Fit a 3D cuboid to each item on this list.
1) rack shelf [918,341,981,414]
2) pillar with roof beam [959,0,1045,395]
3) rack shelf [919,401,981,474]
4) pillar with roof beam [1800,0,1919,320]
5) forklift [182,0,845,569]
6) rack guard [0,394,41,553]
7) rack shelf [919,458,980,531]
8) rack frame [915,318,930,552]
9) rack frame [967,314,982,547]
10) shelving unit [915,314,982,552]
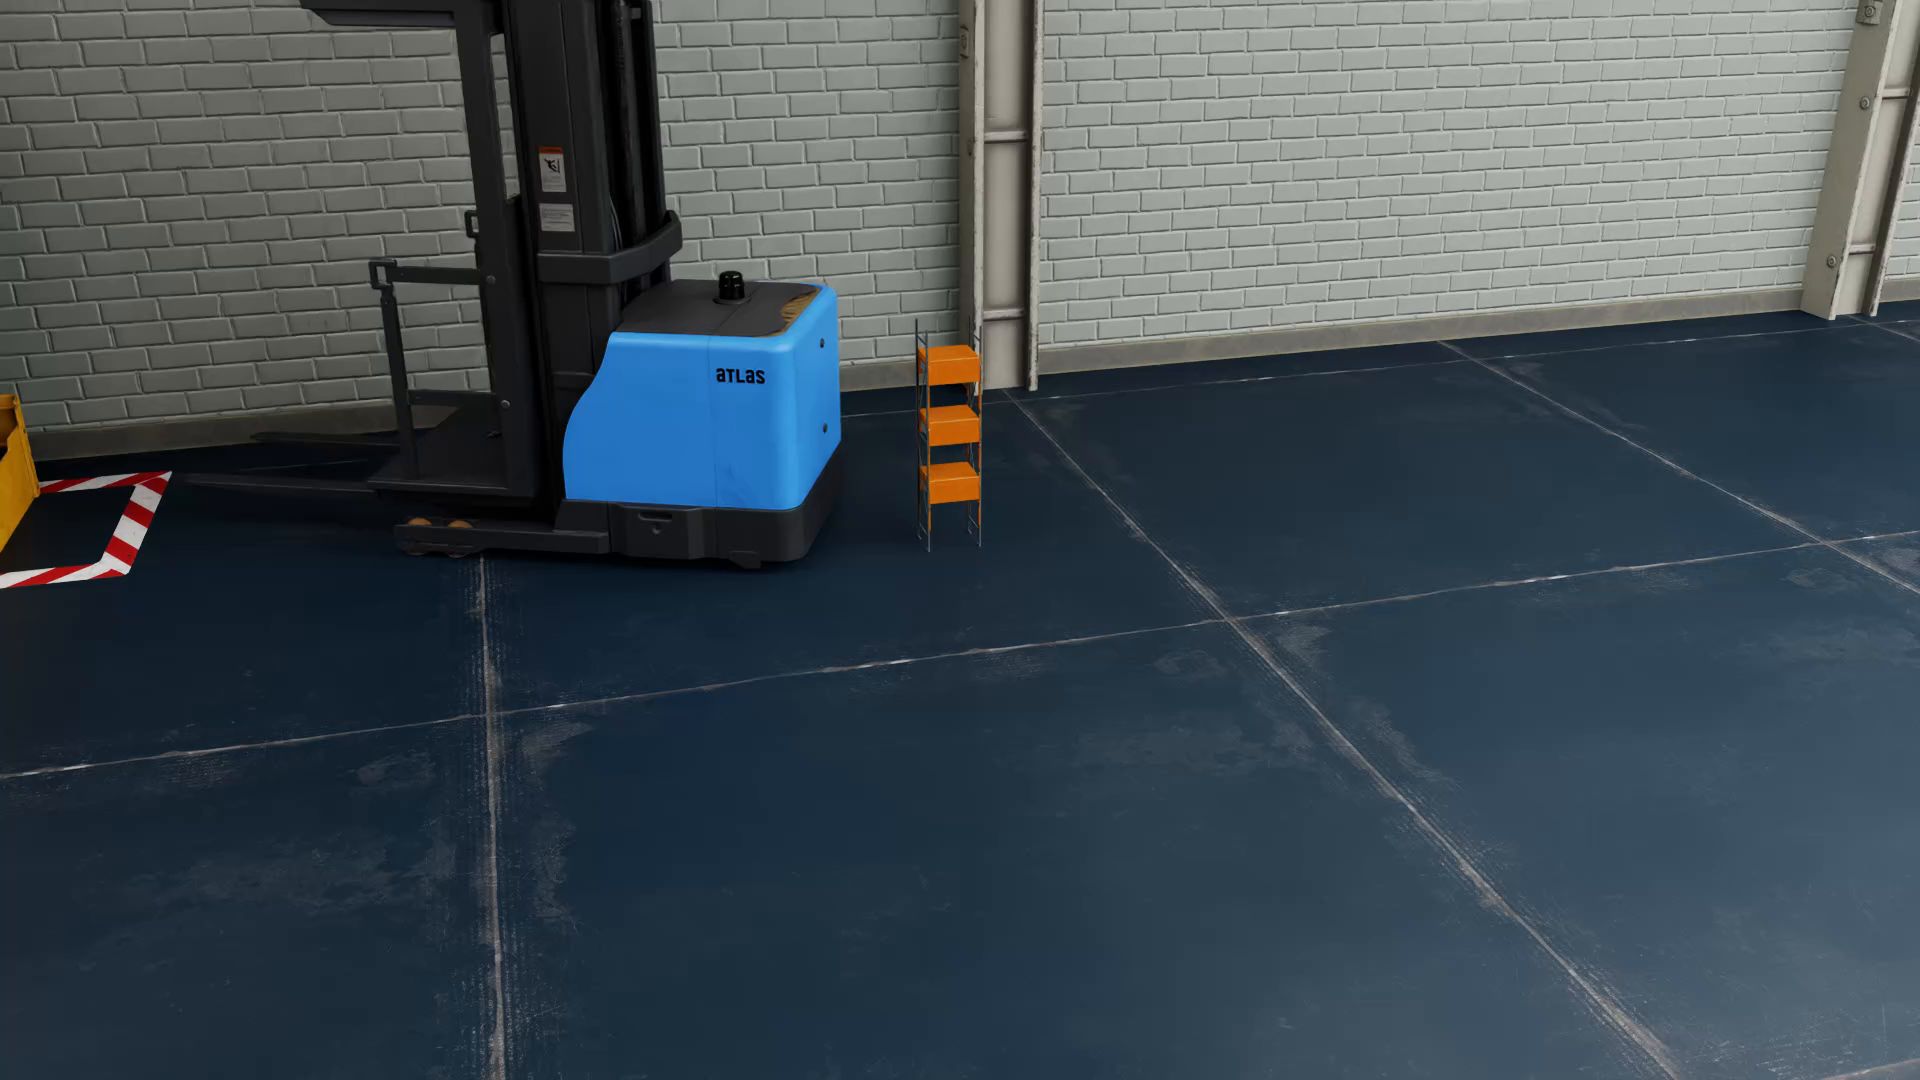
[{"bbox_3d":[-0.052,-0.728,7.422,0.240,0.259,0.215,-6,24,-14],"label":"rack shelf"},{"bbox_3d":[1.389,-3.425,4.319,0.400,9.000,9.100,-6,24,-14],"label":"pillar with roof beam"},{"bbox_3d":[-0.052,-0.467,7.534,0.240,0.259,0.215,-6,24,-14],"label":"rack shelf"},{"bbox_3d":[7.166,-4.064,5.809,0.400,9.000,9.100,-6,24,-14],"label":"pillar with roof beam"},{"bbox_3d":[-2.125,-1.467,7.452,3.031,2.935,1.130,3,23,7],"label":"forklift"},{"bbox_3d":[-4.614,-0.249,7.696,0.348,0.500,1.175,-6,24,-14],"label":"rack guard"},{"bbox_3d":[-0.052,-0.212,7.643,0.240,0.259,0.215,-6,24,-14],"label":"rack shelf"},{"bbox_3d":[-0.169,-0.464,7.499,0.008,1.050,0.200,-6,24,-14],"label":"rack frame"},{"bbox_3d":[0.066,-0.490,7.560,0.008,1.050,0.200,-6,24,-14],"label":"rack frame"},{"bbox_3d":[-0.052,-0.477,7.530,0.252,1.050,0.215,-6,24,-14],"label":"shelving unit"}]
